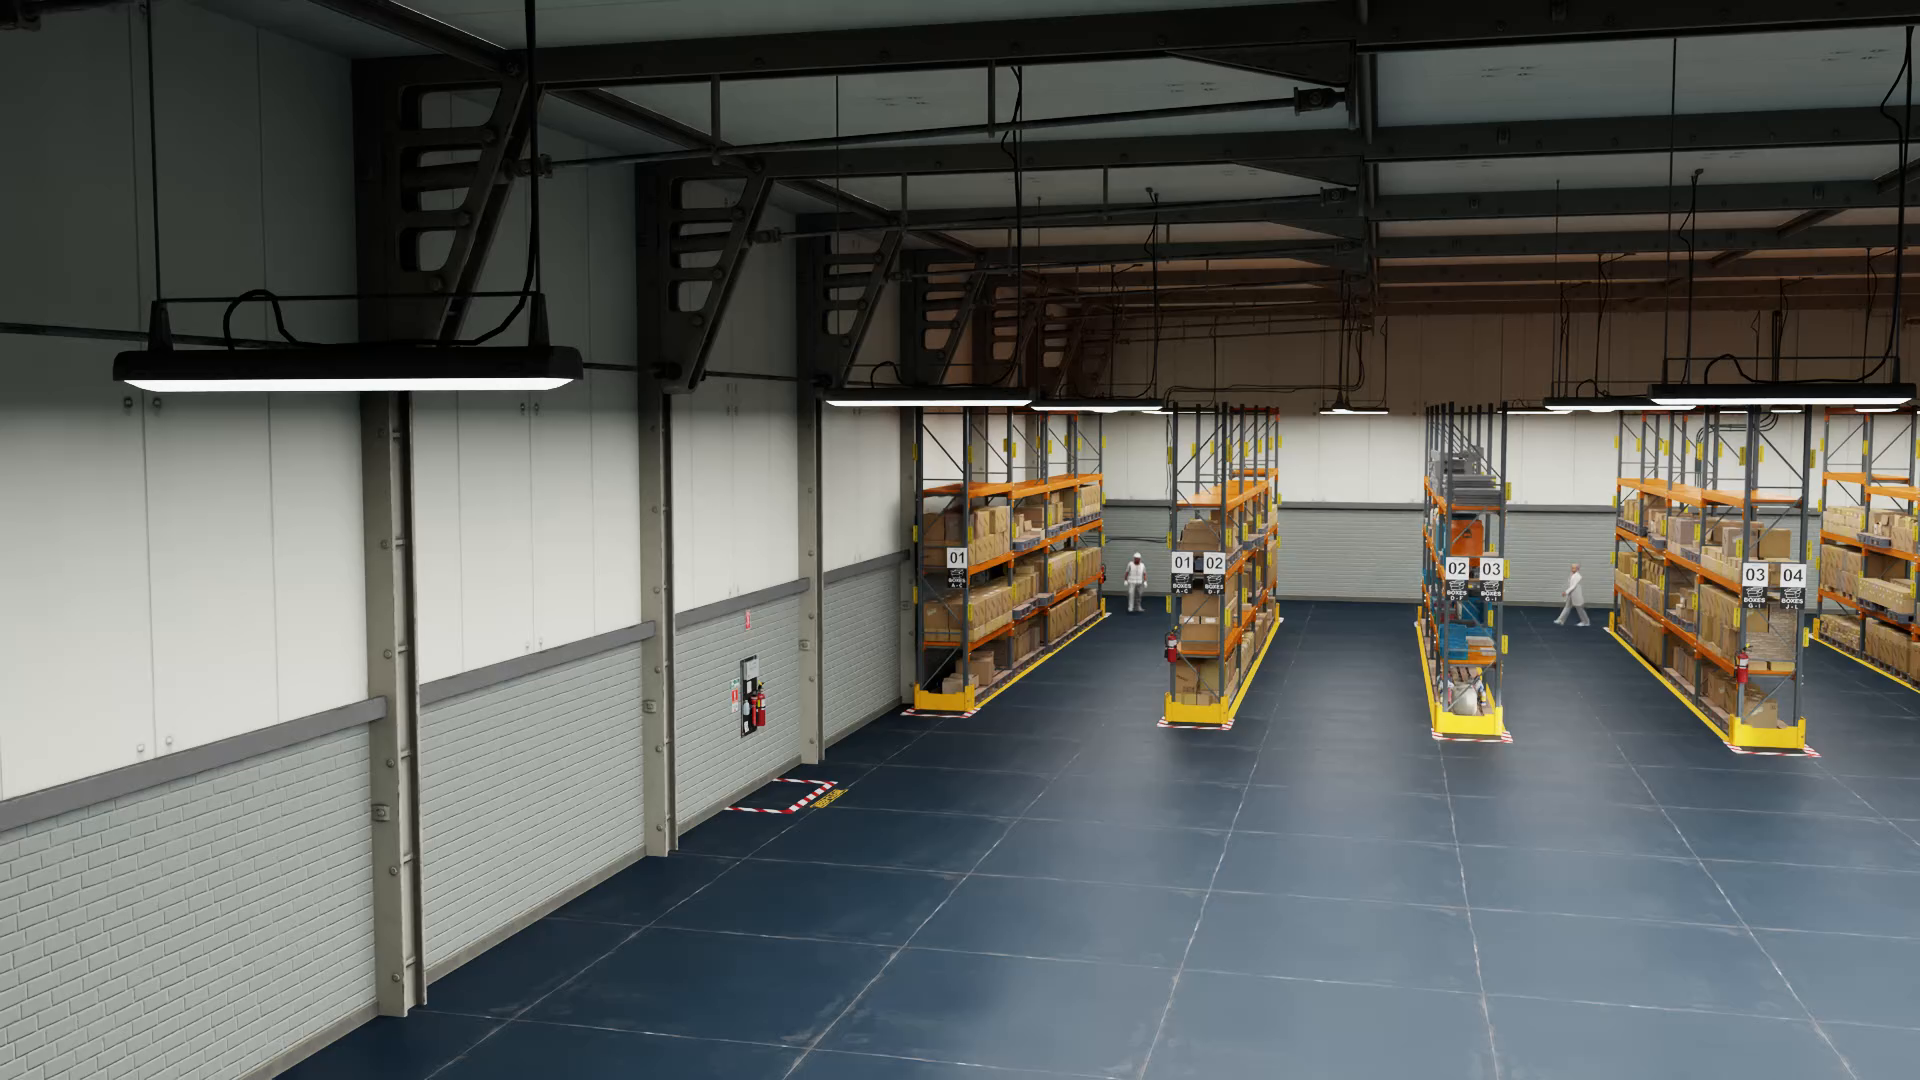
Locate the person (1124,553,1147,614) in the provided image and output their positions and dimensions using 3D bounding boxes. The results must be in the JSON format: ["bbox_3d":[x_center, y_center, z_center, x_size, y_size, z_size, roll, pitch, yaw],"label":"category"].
[{"bbox_3d":[5.154,1.263,48.565,0.699,1.753,0.834,-1,4,-14],"label":"person"}]

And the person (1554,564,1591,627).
[{"bbox_3d":[16.671,1.501,45.268,1.059,1.724,0.664,0,4,-4],"label":"person"}]
